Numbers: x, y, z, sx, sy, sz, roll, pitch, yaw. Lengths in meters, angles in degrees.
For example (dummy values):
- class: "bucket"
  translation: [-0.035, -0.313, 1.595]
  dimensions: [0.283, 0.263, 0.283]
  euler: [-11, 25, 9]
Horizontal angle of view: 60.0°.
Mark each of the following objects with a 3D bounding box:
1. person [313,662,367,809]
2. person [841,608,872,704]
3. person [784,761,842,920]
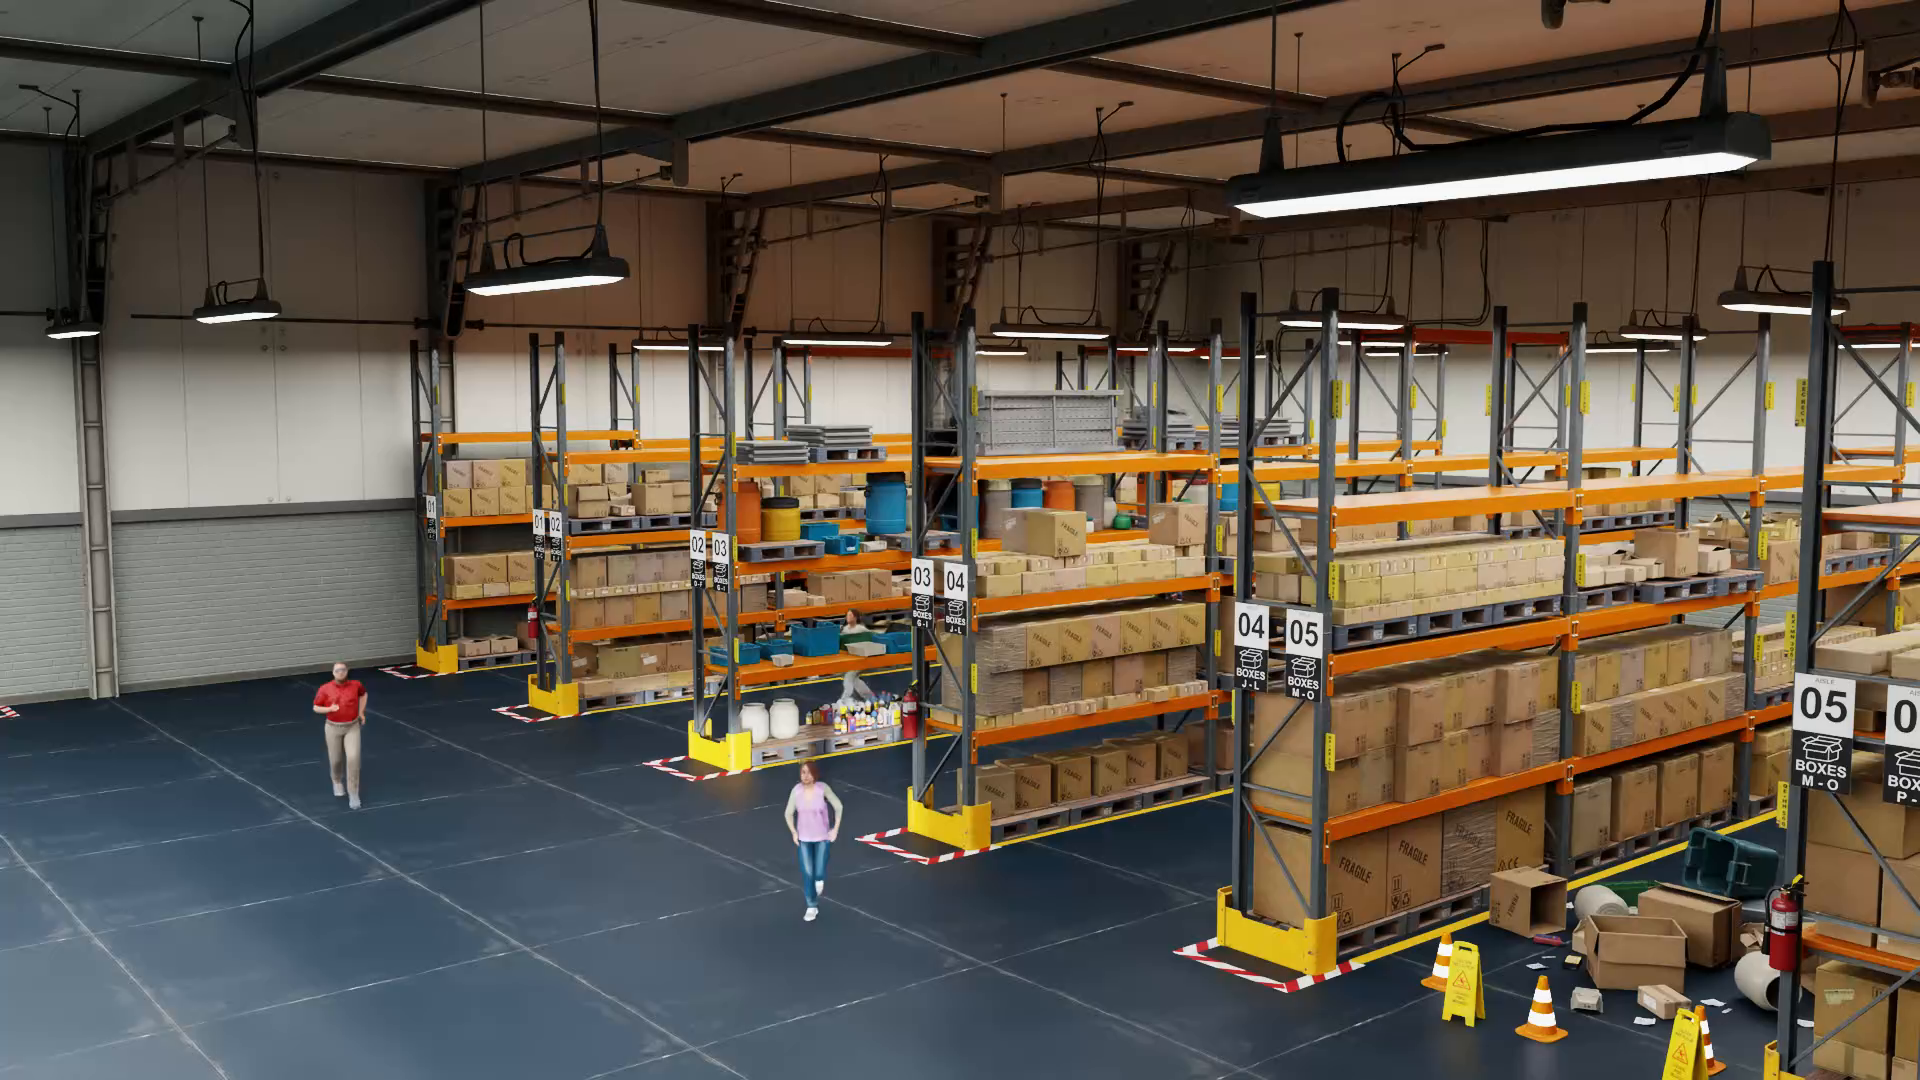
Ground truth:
- class: "person"
  translation: [-7.666, 2.389, 20.631]
  dimensions: [0.648, 1.775, 0.850]
  euler: [-2, 6, -23]
- class: "person"
  translation: [-1.661, 1.904, 25.995]
  dimensions: [0.920, 1.693, 0.552]
  euler: [-5, 7, -41]
- class: "person"
  translation: [-1.425, 2.903, 16.171]
  dimensions: [0.561, 1.564, 0.607]
  euler: [0, 5, 3]
